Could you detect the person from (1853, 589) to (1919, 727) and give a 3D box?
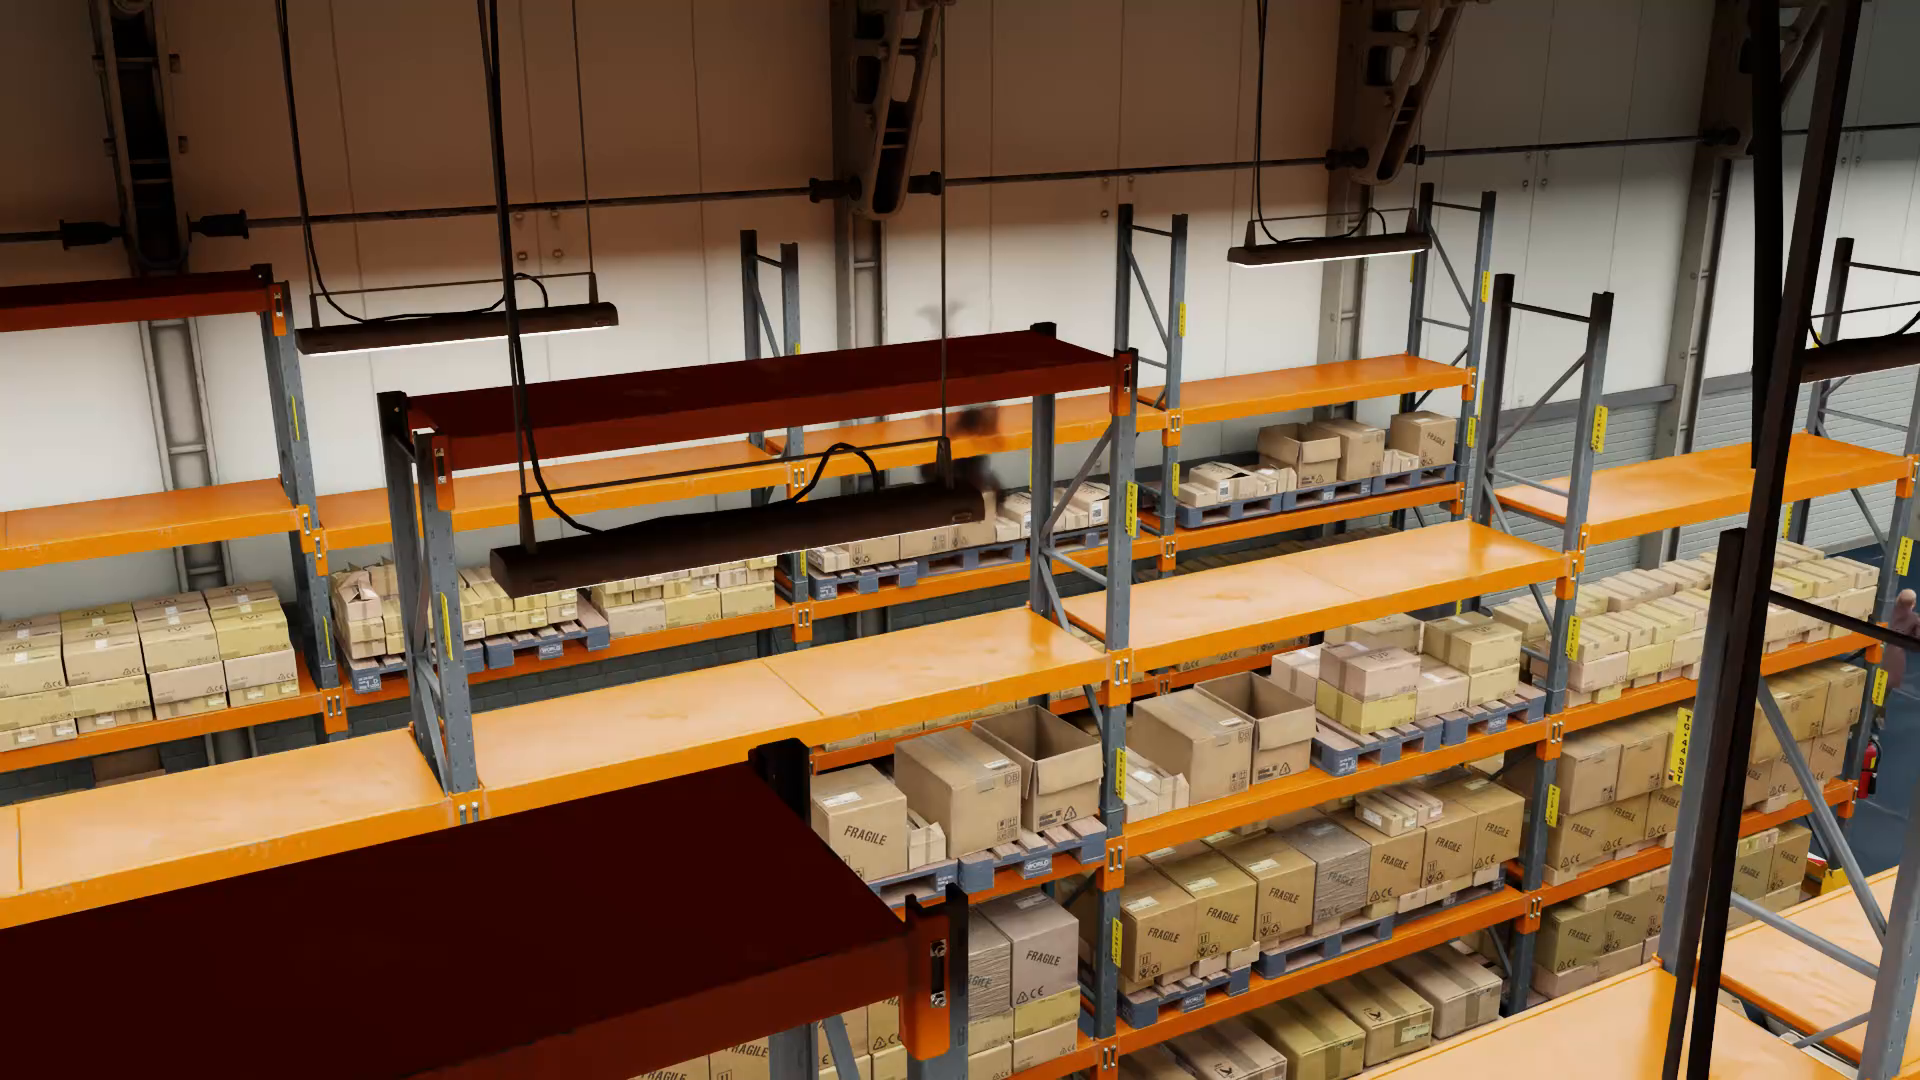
[{"bbox_3d":[10.293,1.344,18.548,1.038,1.540,0.752,-15,24,-39],"label":"person"}]
